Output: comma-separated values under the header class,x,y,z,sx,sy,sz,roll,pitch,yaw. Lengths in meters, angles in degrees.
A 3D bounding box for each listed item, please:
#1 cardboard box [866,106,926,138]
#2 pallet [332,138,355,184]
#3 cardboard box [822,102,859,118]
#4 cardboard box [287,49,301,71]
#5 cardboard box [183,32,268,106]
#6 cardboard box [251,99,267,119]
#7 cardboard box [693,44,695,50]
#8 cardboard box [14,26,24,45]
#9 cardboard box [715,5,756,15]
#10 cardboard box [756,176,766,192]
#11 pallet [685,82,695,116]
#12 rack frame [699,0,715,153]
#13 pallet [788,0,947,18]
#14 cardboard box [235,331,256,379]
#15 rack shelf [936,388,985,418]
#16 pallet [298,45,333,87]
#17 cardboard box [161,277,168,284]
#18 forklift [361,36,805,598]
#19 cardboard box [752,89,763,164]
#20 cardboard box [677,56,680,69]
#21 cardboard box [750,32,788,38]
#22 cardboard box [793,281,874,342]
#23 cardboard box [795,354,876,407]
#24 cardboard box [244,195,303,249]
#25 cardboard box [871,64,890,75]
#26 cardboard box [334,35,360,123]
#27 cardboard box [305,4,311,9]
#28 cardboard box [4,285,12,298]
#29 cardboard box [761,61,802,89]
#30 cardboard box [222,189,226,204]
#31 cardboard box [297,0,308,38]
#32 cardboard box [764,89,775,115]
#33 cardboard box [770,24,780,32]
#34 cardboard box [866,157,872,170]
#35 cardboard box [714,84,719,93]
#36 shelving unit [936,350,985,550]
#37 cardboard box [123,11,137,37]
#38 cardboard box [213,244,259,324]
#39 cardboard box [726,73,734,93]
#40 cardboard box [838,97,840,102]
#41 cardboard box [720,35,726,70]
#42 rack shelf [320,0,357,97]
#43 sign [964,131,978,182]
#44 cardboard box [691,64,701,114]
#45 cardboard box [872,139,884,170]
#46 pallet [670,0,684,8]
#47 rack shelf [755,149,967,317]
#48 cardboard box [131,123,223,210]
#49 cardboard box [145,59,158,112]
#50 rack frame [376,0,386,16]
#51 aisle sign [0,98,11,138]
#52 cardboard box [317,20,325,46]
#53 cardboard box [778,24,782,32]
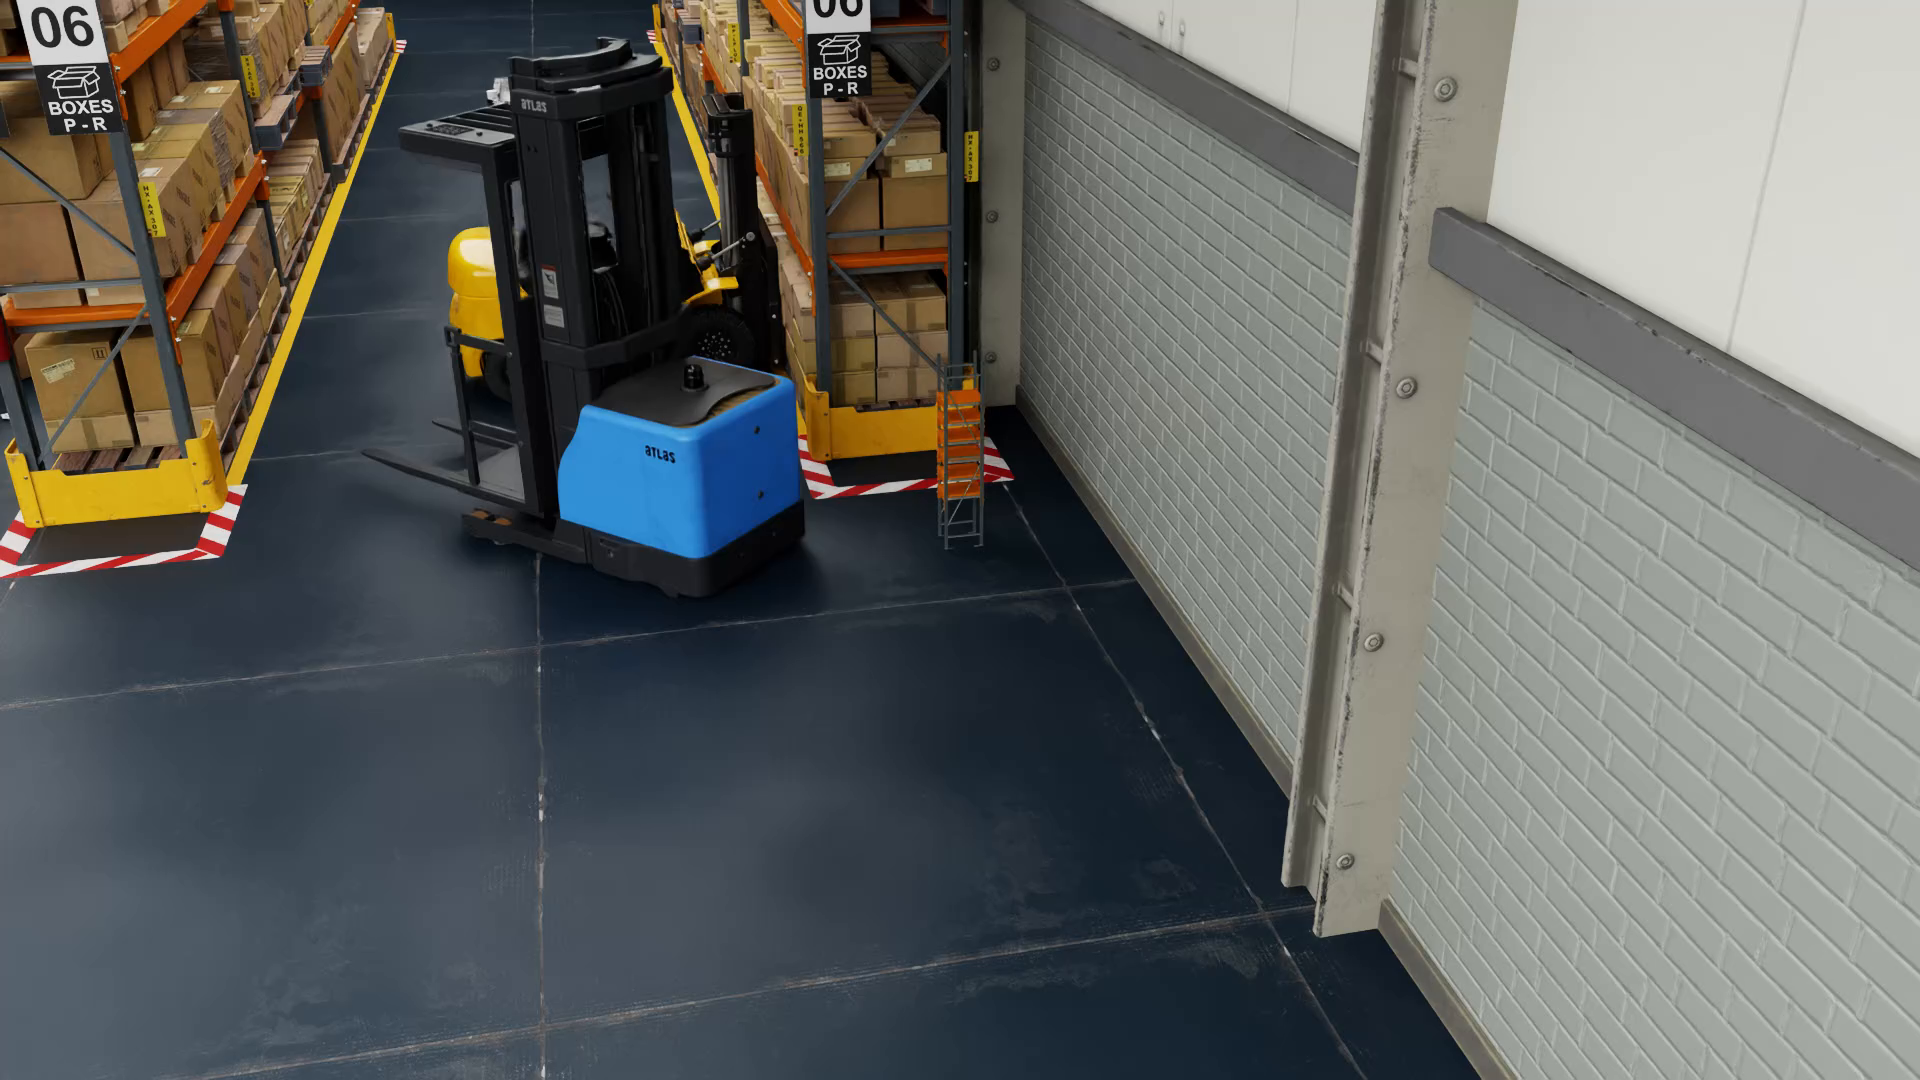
class,x,y,z,sx,sy,sz,roll,pitch,yaw
cardboard box,-0.440,-2.884,11.474,0.380,0.149,0.250,-5,27,-11
pallet,-7.215,-4.130,18.199,1.003,0.211,1.213,-6,27,-12
cardboard box,-0.914,-2.952,11.609,0.380,0.149,0.250,-6,27,-11
cardboard box,-6.452,-4.530,15.708,0.380,0.149,0.250,-5,27,-11
cardboard box,-6.035,-3.865,13.672,0.500,0.500,0.500,-5,27,-10
cardboard box,-6.026,-3.616,13.897,0.380,0.149,0.250,-6,27,-11
cardboard box,-3.149,-6.235,20.861,0.380,0.149,0.250,-7,28,-14
cardboard box,-5.749,-2.971,9.756,0.380,0.149,0.250,-6,27,-11
cardboard box,-2.190,-5.126,16.246,0.380,0.149,0.250,-5,27,-11
cardboard box,-1.571,-2.933,14.208,0.500,0.250,0.500,-6,27,-12
pallet,-2.957,-5.685,21.279,1.003,0.211,1.213,-6,27,-12
rack frame,-2.276,-5.527,17.872,1.000,3.000,0.127,-6,27,-12
pallet,-0.607,-3.628,10.878,1.003,0.211,1.213,-6,27,-12
cardboard box,-5.463,-1.315,12.111,0.500,0.250,0.500,-4,27,-8
rack shelf,0.003,-0.811,9.825,0.258,0.103,0.180,-6,27,-12
pallet,-6.846,-4.634,16.315,1.213,0.211,1.003,-6,27,-12
cardboard box,-5.254,-1.677,10.522,0.380,0.149,0.250,-6,27,-11
forklift,-2.471,-1.460,9.889,3.031,2.935,1.130,16,31,28
cardboard box,-1.395,-3.368,13.482,0.500,0.500,0.500,-5,27,-11
cardboard box,-3.589,-6.413,22.324,0.380,0.149,0.250,-7,28,-13
cardboard box,-1.747,-4.457,14.921,0.380,0.149,0.250,-6,27,-12
cardboard box,-0.880,-1.592,11.551,0.500,0.250,0.500,-5,27,-10
cardboard box,-0.886,-1.149,11.784,0.500,0.250,0.500,-6,27,-11
cardboard box,-6.495,-2.825,14.969,0.950,0.372,0.625,-4,27,-8
cardboard box,-0.751,-3.563,12.820,0.380,0.149,0.250,-6,27,-12
cardboard box,-7.583,-5.357,19.426,0.875,0.875,0.875,-5,27,-10
cardboard box,-6.984,-5.754,17.100,0.500,0.500,0.500,-7,28,-13
cardboard box,-5.766,-1.640,10.449,0.380,0.149,0.250,-6,27,-12
cardboard box,-1.335,-3.617,12.926,0.380,0.149,0.250,-6,27,-12
cardboard box,-5.579,-2.482,12.118,0.380,0.149,0.250,-6,27,-13
cardboard box,-6.737,-5.215,16.346,0.500,0.500,0.500,-7,28,-13
cardboard box,-1.298,-3.374,12.775,0.380,0.149,0.250,-7,28,-13
cardboard box,-1.570,-4.848,16.138,0.500,0.250,0.500,-6,27,-13
cardboard box,-0.453,-2.532,11.826,0.500,0.500,0.500,-5,27,-10
cardboard box,-2.634,-5.079,18.573,0.380,0.149,0.250,-7,28,-14
shelving unit,0.003,-0.529,9.967,0.258,1.200,0.189,-6,27,-12
cardboard box,-5.239,-3.141,10.094,0.380,0.149,0.250,-5,27,-10
cardboard box,-5.582,-1.881,12.401,0.500,0.500,0.500,-5,27,-9
cardboard box,-1.861,-4.119,15.248,0.500,0.250,0.500,-6,27,-12
cardboard box,-0.756,-3.424,12.874,0.380,0.149,0.250,-6,27,-12
cardboard box,-1.966,-4.567,15.581,0.500,0.250,0.500,-5,27,-11
rack shelf,-7.561,-5.578,18.772,1.077,0.370,4.000,-6,27,-12
sign,0.069,-2.491,10.807,0.100,0.325,0.005,-6,27,-12
cardboard box,-2.939,-5.439,20.005,0.500,0.500,0.500,-7,28,-13
cardboard box,-0.414,-2.627,11.294,0.380,0.149,0.250,-6,27,-12
pallet,-3.103,-6.836,20.677,1.003,0.211,1.213,-6,27,-12
rack shelf,-0.923,-2.572,12.815,1.077,0.370,4.000,-6,27,-12
cardboard box,-5.503,-2.596,11.623,0.500,0.500,0.500,-7,28,-13
cardboard box,-6.141,-3.225,11.759,0.700,0.500,0.500,-7,28,-13
rack frame,-8.914,-8.534,23.828,1.000,3.000,0.127,-6,27,-12
aisle sign,-5.576,-2.613,9.214,0.394,0.787,0.004,-6,27,-12
cardboard box,-7.109,-5.419,17.823,0.500,0.250,0.500,-7,28,-13
cardboard box,-1.542,-4.956,15.908,0.380,0.149,0.250,-6,27,-11
